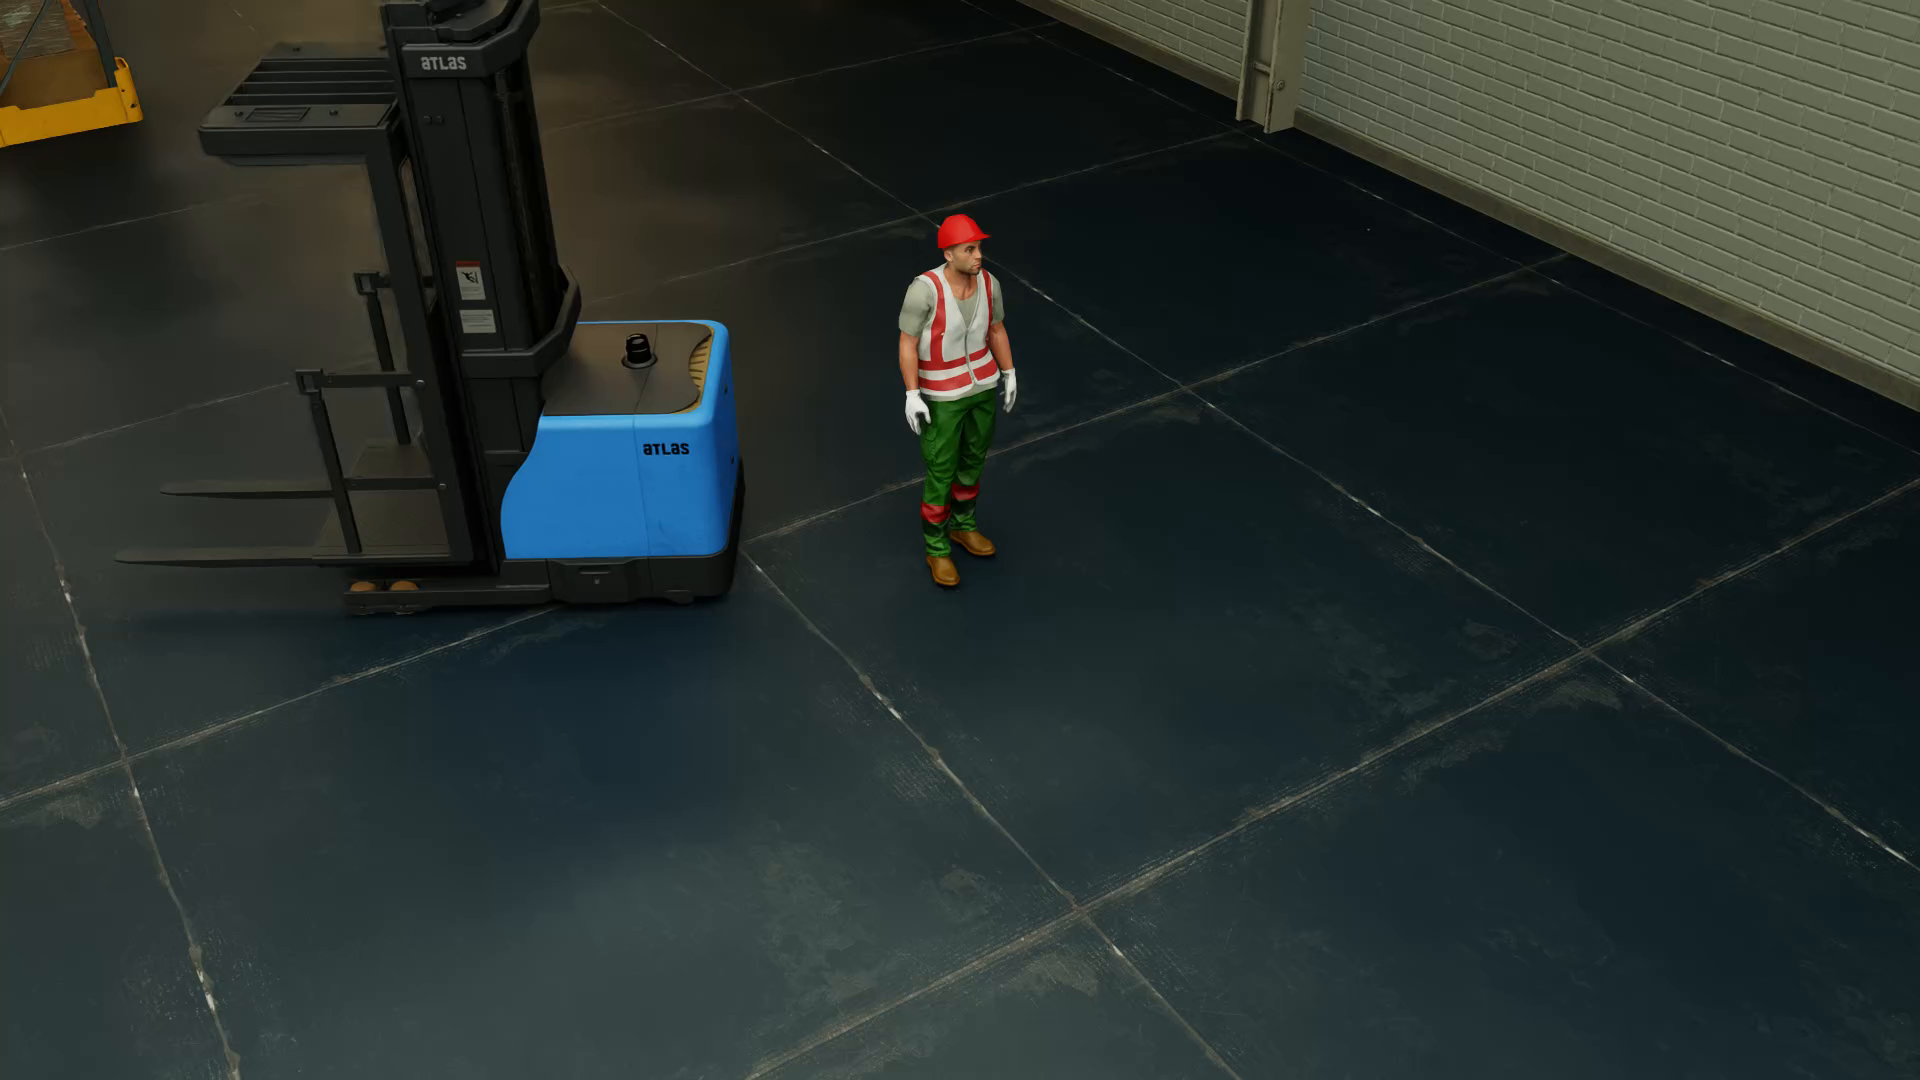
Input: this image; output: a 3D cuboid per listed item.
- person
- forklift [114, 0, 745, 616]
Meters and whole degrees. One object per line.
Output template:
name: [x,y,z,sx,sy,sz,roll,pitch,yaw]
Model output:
person: [0.034,-0.696,8.119,0.638,1.787,0.564,-21,40,-27]
forklift: [-2.658,-1.139,7.768,3.031,2.935,1.130,-1,35,-2]
